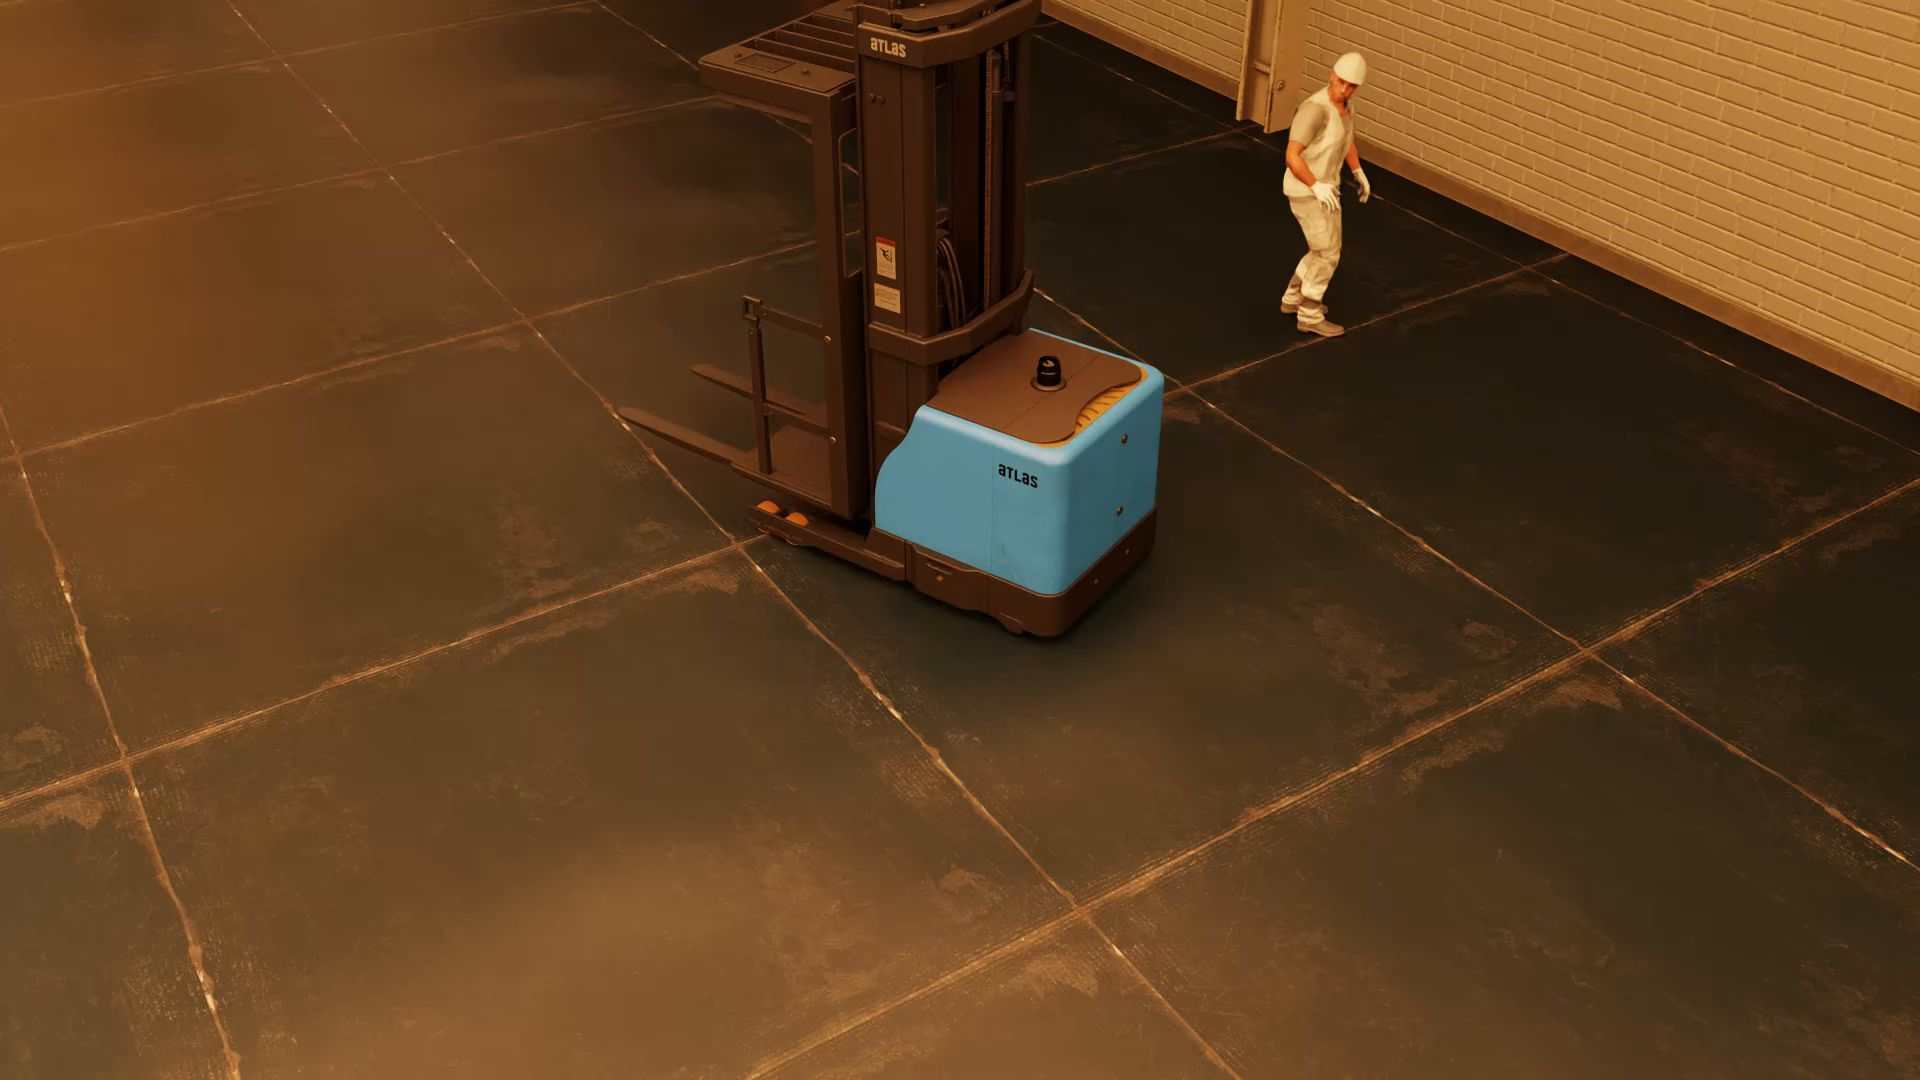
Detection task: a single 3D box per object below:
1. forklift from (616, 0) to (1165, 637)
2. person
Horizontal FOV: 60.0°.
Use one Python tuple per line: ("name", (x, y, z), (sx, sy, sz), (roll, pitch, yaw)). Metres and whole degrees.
("forklift", (-0.500, -1.399, 8.138), (3.031, 2.935, 1.130), (22, 41, 28))
("person", (2.272, -2.133, 10.226), (0.512, 1.741, 0.740), (18, 39, 24))
